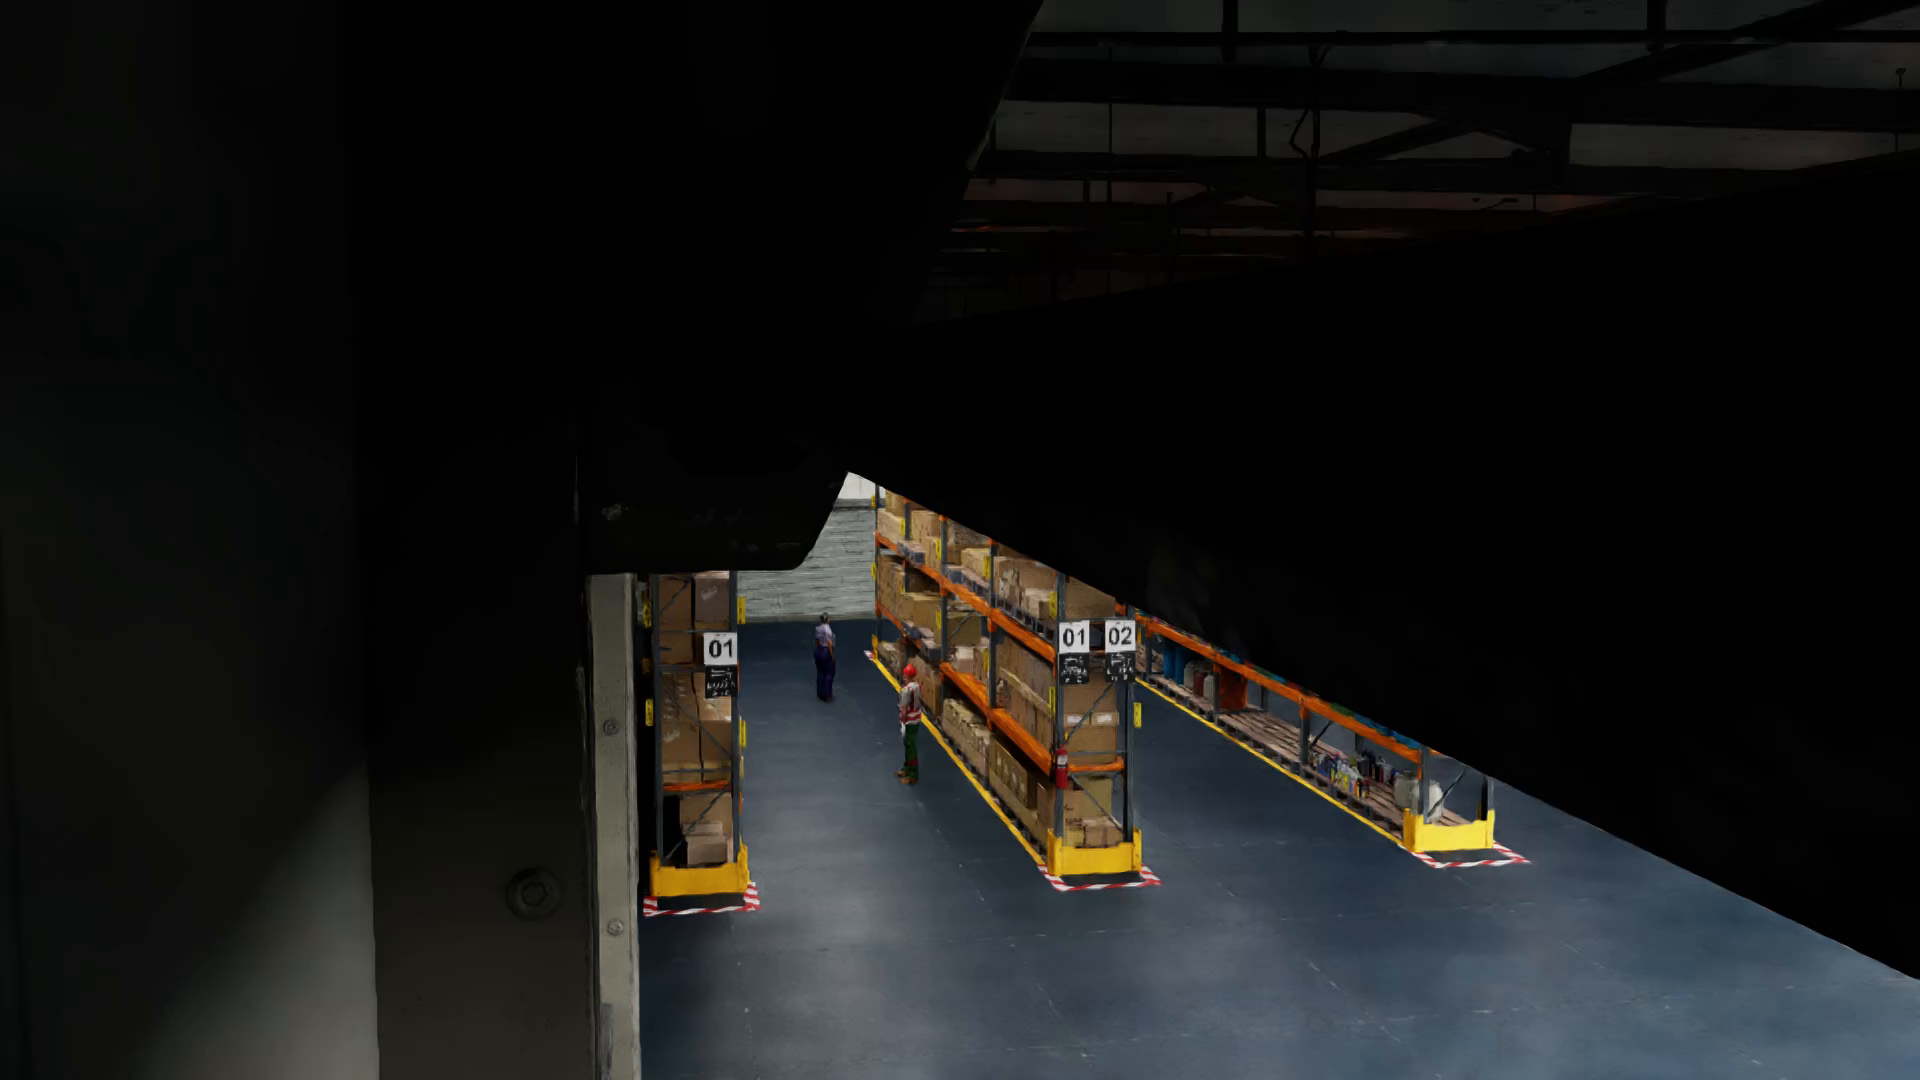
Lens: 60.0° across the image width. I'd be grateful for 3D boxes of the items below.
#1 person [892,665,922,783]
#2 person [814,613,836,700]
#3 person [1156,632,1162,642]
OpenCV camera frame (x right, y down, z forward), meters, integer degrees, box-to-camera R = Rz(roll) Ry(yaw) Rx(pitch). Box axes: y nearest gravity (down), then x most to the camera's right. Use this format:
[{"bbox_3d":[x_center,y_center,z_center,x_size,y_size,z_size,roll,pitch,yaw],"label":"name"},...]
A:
[{"bbox_3d":[-0.833,2.802,25.571,0.494,1.786,0.606,2,6,20],"label":"person"},{"bbox_3d":[-2.583,2.254,32.039,0.384,1.717,0.559,-5,8,-39],"label":"person"},{"bbox_3d":[4.845,1.530,38.536,0.682,1.715,0.527,-1,6,-13],"label":"person"}]
